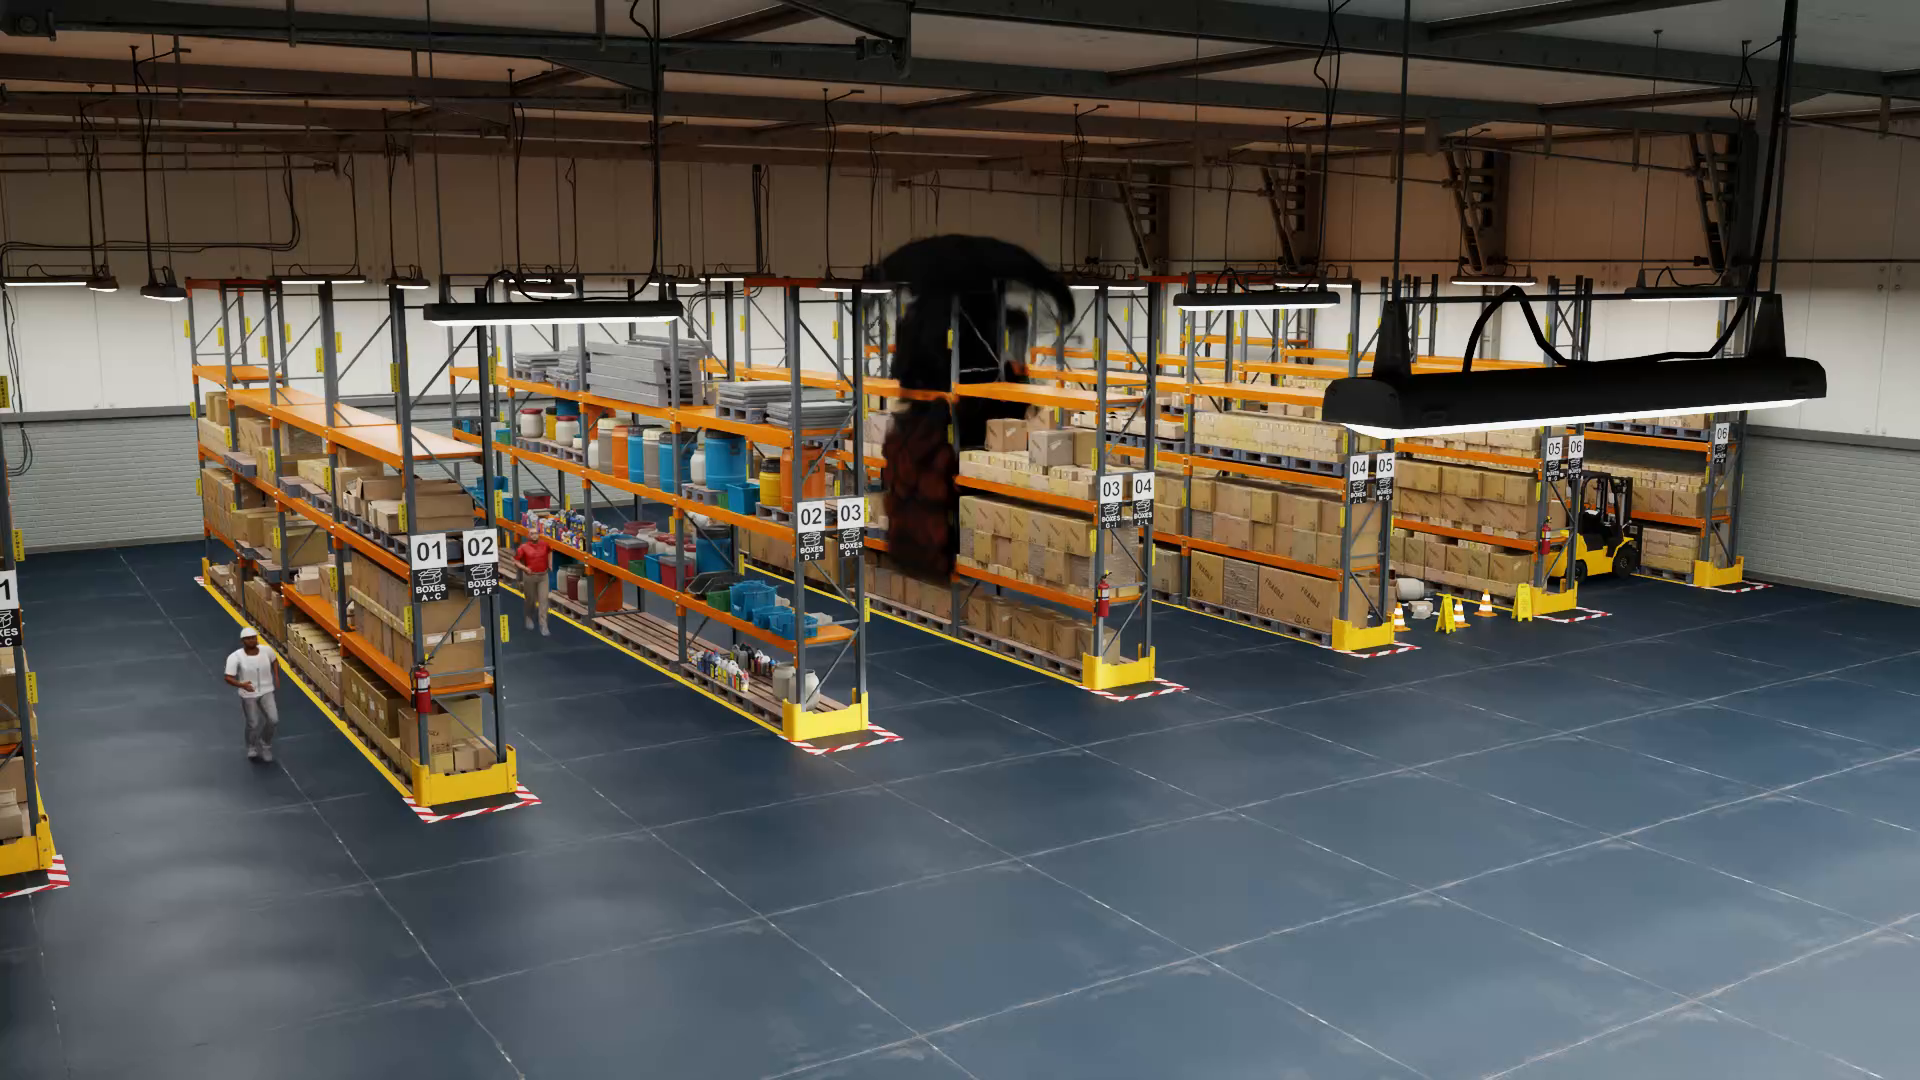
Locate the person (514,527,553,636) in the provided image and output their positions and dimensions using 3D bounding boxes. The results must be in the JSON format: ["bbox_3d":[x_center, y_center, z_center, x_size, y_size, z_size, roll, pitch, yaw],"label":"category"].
[{"bbox_3d":[-6.942,0.654,27.240,0.675,1.743,0.886,-5,11,-28],"label":"person"}]

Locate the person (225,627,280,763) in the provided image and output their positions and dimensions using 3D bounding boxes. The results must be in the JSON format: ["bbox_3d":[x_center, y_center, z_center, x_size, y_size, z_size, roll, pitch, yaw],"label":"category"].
[{"bbox_3d":[-8.931,1.964,21.107,0.699,1.760,0.664,-7,12,-37],"label":"person"}]

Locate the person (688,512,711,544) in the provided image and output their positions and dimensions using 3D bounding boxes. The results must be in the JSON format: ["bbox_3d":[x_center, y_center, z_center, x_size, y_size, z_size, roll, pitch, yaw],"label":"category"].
[{"bbox_3d":[-4.865,-0.012,31.452,0.539,1.648,0.527,-7,12,-35],"label":"person"}]

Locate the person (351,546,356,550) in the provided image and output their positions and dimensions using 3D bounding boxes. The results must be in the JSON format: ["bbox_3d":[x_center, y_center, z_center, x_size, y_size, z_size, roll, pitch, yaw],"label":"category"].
[{"bbox_3d":[-11.668,0.165,32.293,0.507,1.649,0.709,-8,13,-41],"label":"person"}]
